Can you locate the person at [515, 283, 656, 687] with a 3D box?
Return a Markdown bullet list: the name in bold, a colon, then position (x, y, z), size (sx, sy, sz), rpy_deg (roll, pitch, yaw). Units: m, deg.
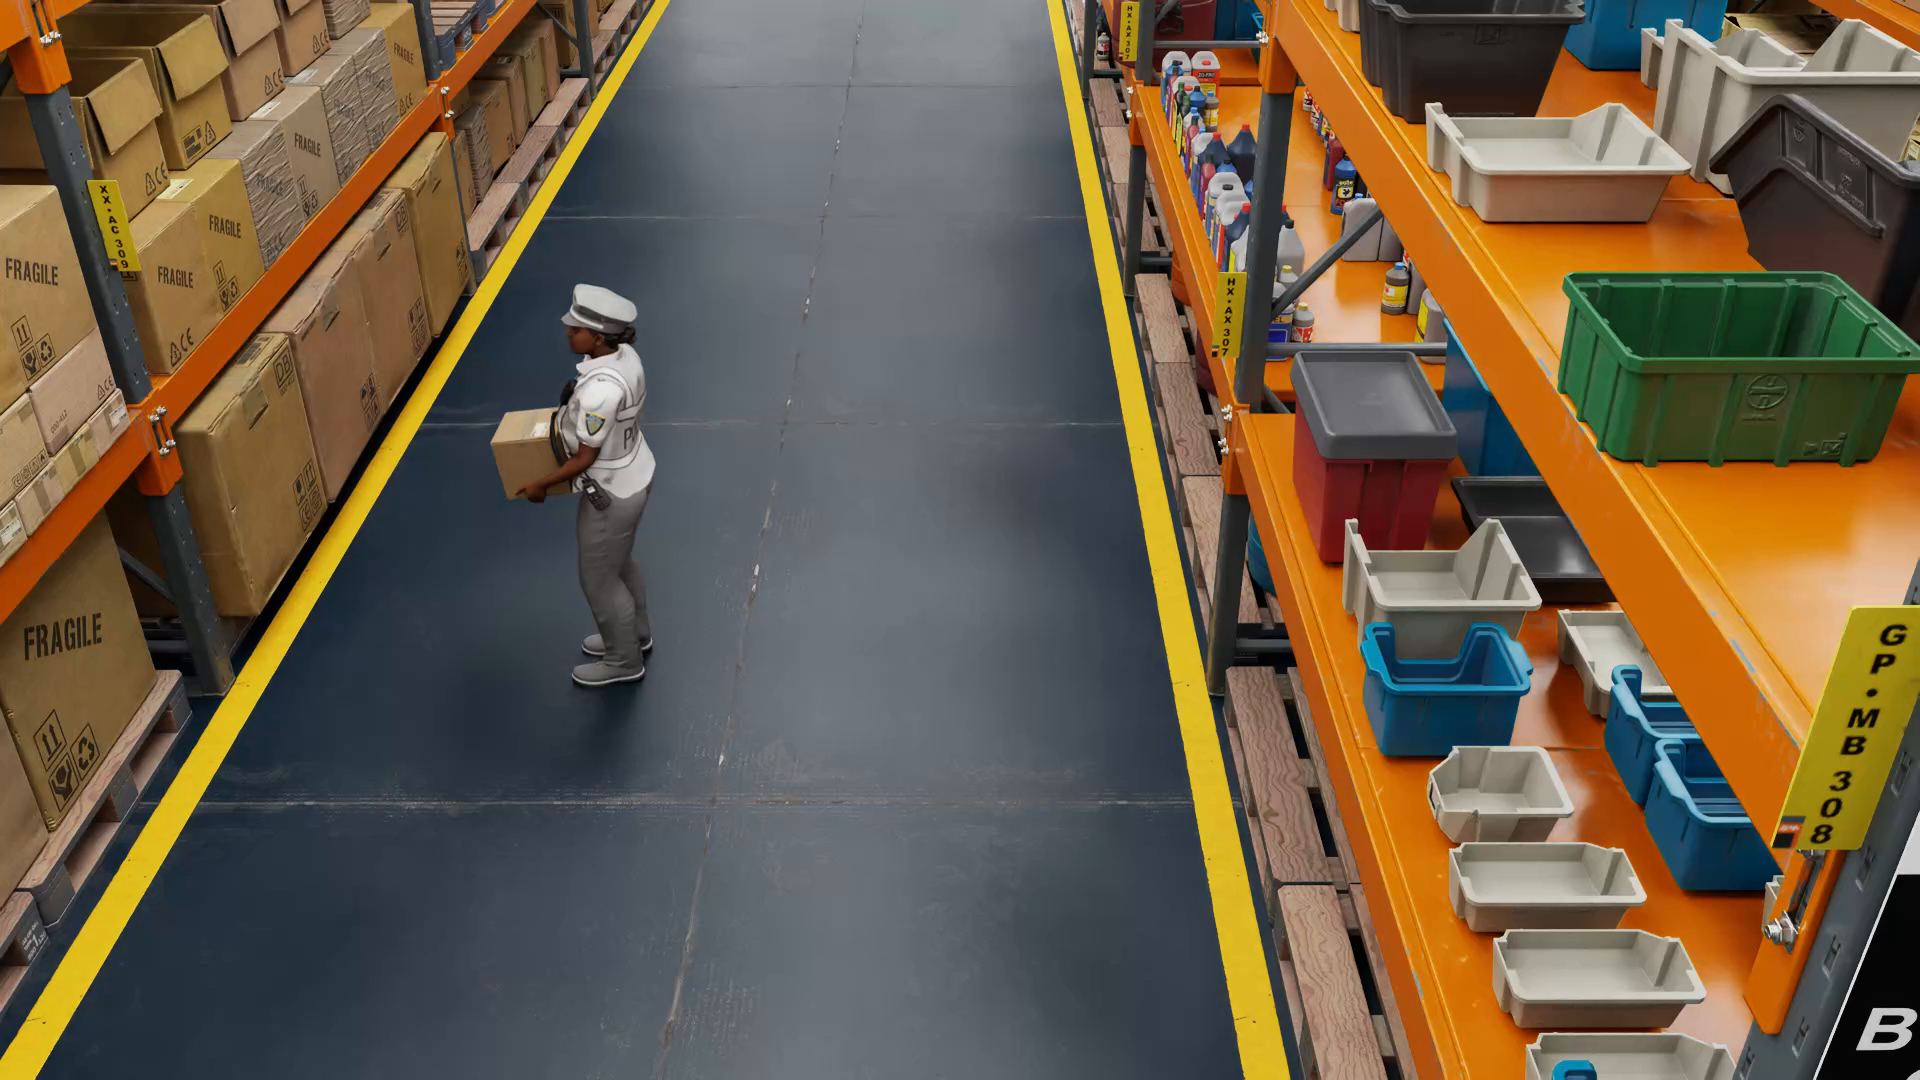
- **person**: position (-1.431, -0.204, 6.444), size (0.514, 1.690, 0.450), rpy_deg (0, 32, 0)
